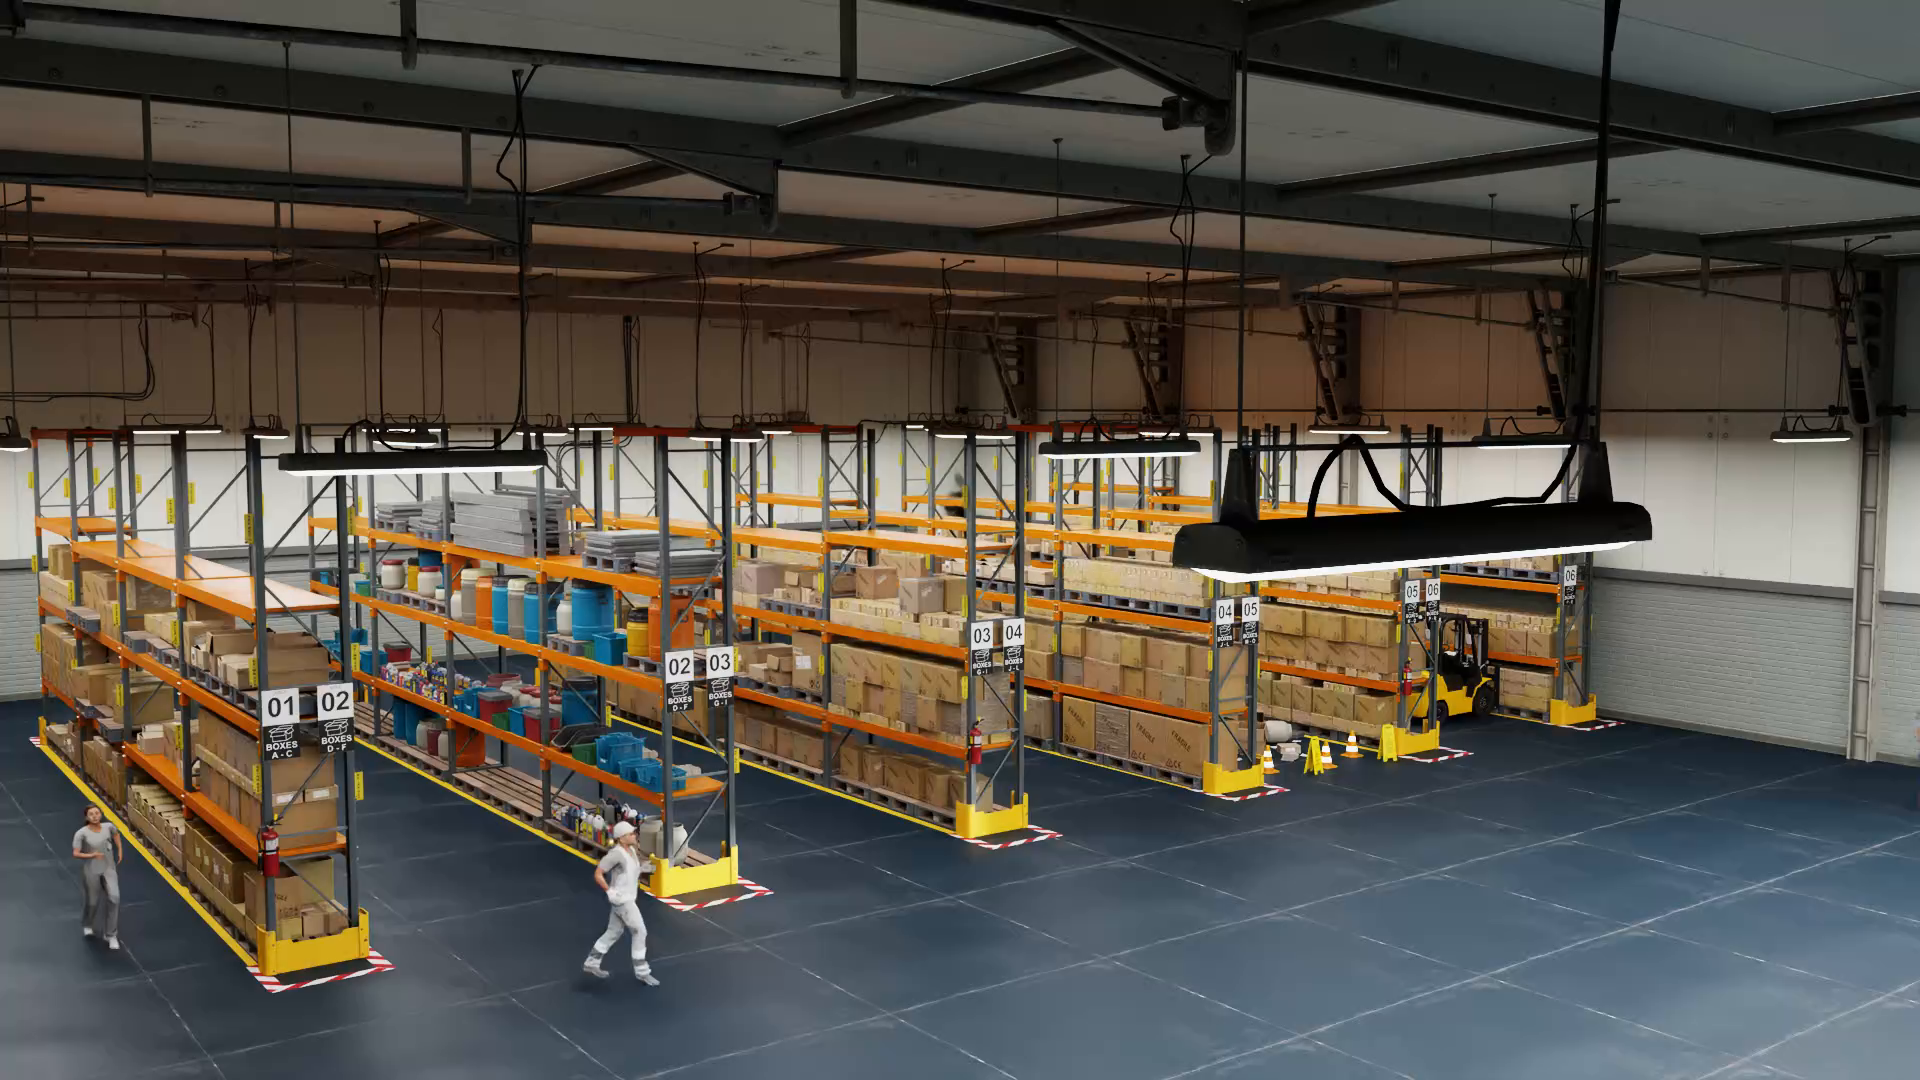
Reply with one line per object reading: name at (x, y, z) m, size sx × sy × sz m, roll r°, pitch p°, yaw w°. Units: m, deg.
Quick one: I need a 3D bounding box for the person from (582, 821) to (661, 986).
person at (-3.737, 3.998, 18.331) m, size 0.856 × 1.835 × 0.624 m, roll 0°, pitch 4°, yaw -5°

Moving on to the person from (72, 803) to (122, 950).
person at (-10.210, 3.963, 19.728) m, size 0.570 × 1.698 × 0.825 m, roll -4°, pitch 6°, yaw -40°

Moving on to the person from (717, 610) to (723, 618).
person at (-5.872, 2.303, 41.205) m, size 0.619 × 1.668 × 0.687 m, roll 4°, pitch 6°, yaw 43°
